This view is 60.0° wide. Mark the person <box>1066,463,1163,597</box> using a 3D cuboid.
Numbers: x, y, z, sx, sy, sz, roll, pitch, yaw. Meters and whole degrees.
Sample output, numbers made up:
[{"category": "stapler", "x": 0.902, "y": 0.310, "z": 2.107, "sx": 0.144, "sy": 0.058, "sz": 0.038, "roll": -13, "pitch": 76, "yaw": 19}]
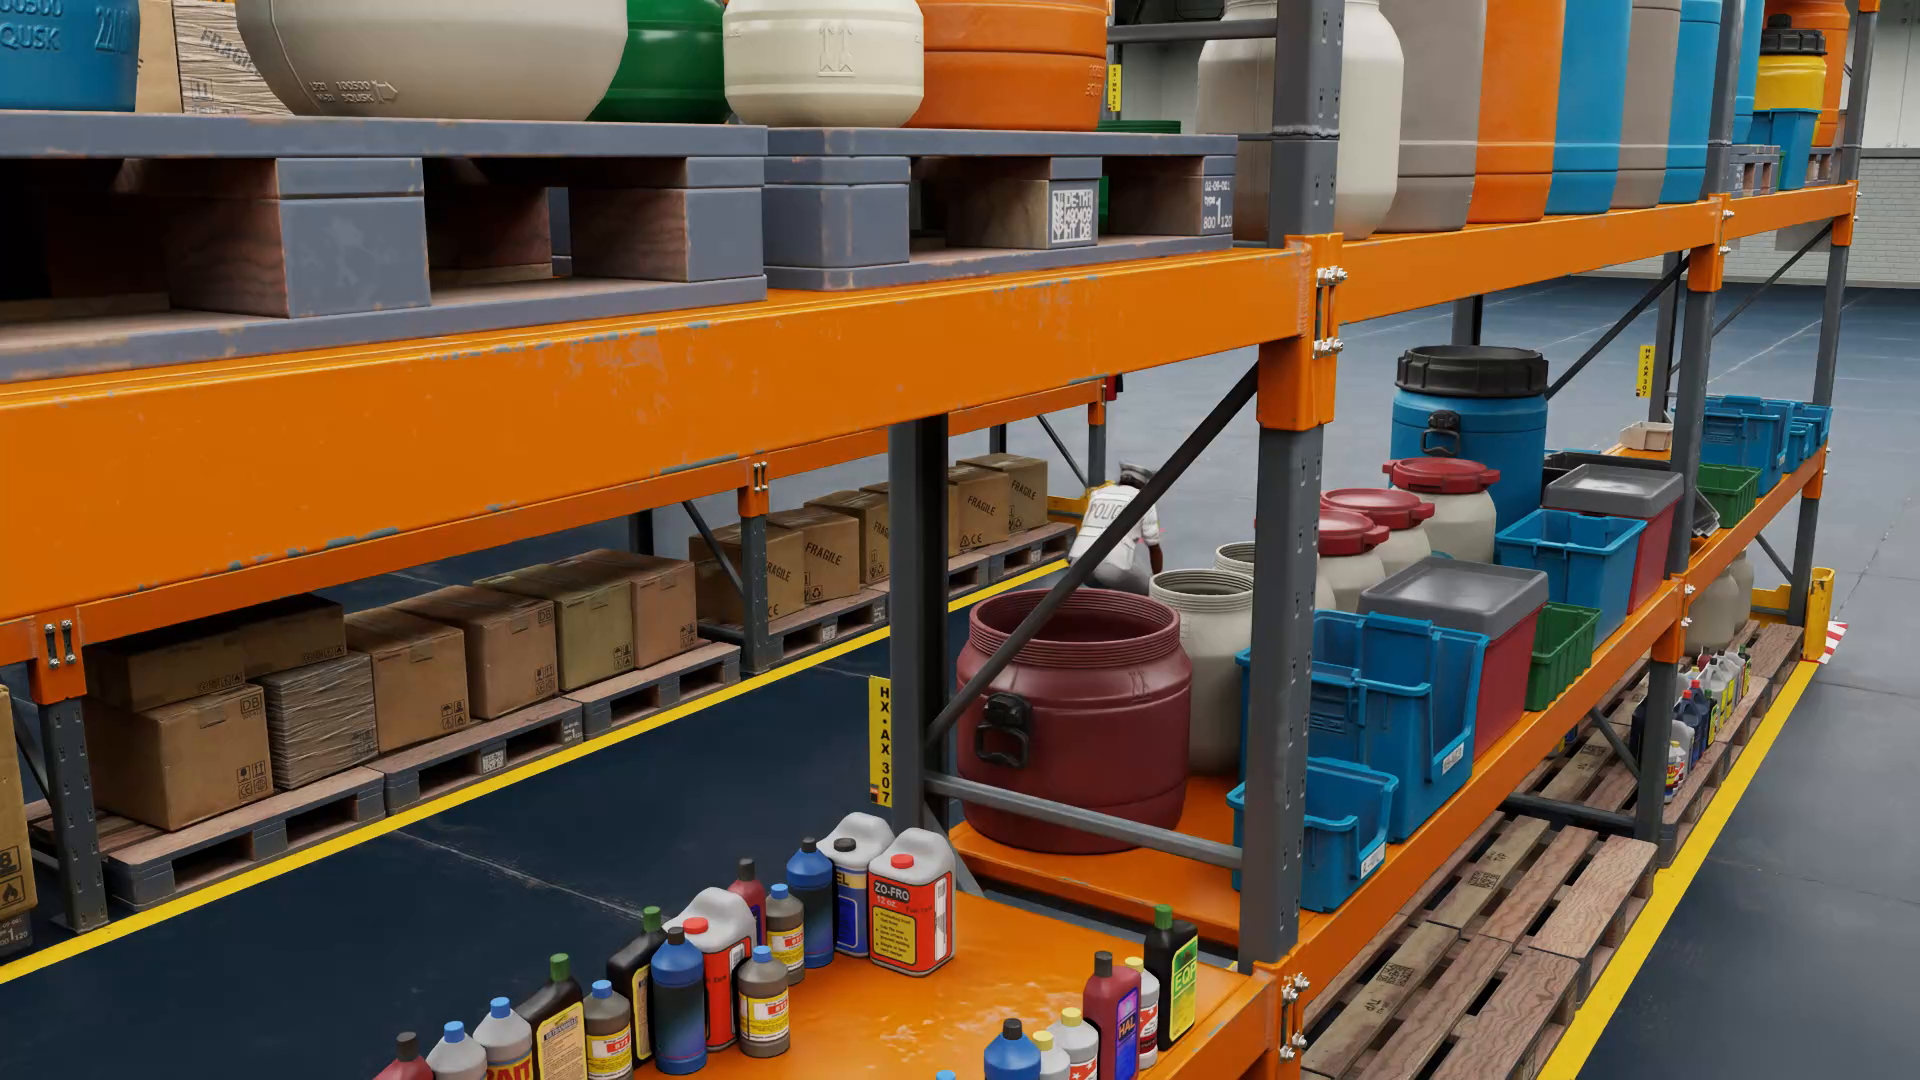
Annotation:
[{"category": "person", "x": 0.946, "y": 0.128, "z": 10.111, "sx": 0.498, "sy": 1.135, "sz": 0.820, "roll": 9, "pitch": 16, "yaw": 33}]
